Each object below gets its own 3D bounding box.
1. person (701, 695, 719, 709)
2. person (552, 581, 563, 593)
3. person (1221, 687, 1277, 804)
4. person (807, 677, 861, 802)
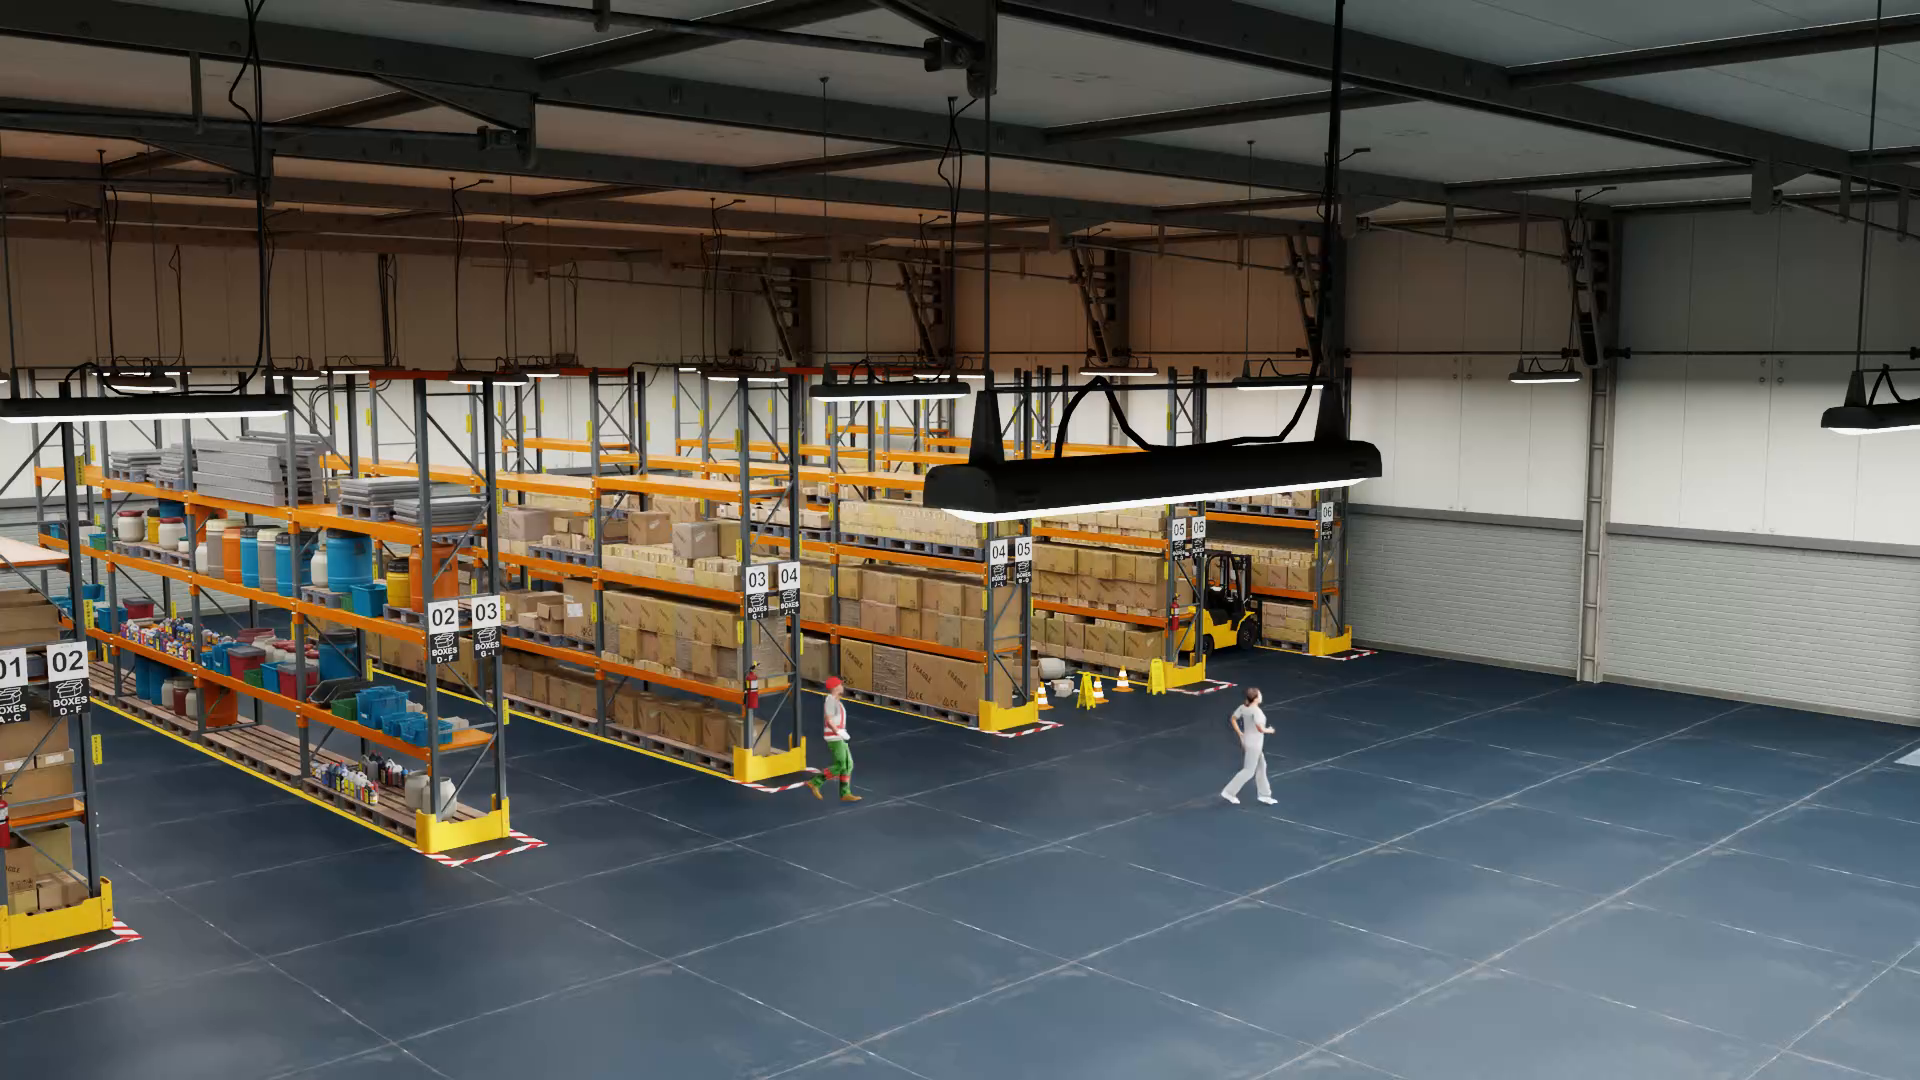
[{"bbox_3d":[-4.400,2.174,29.657,0.712,1.697,0.544,5,8,36],"label":"person"},{"bbox_3d":[-9.811,0.920,40.879,0.580,1.609,0.738,2,7,13],"label":"person"},{"bbox_3d":[4.049,2.888,23.158,0.889,1.689,0.561,-2,7,-14],"label":"person"},{"bbox_3d":[-1.797,2.809,23.582,0.761,1.742,0.715,-1,6,-6],"label":"person"}]
